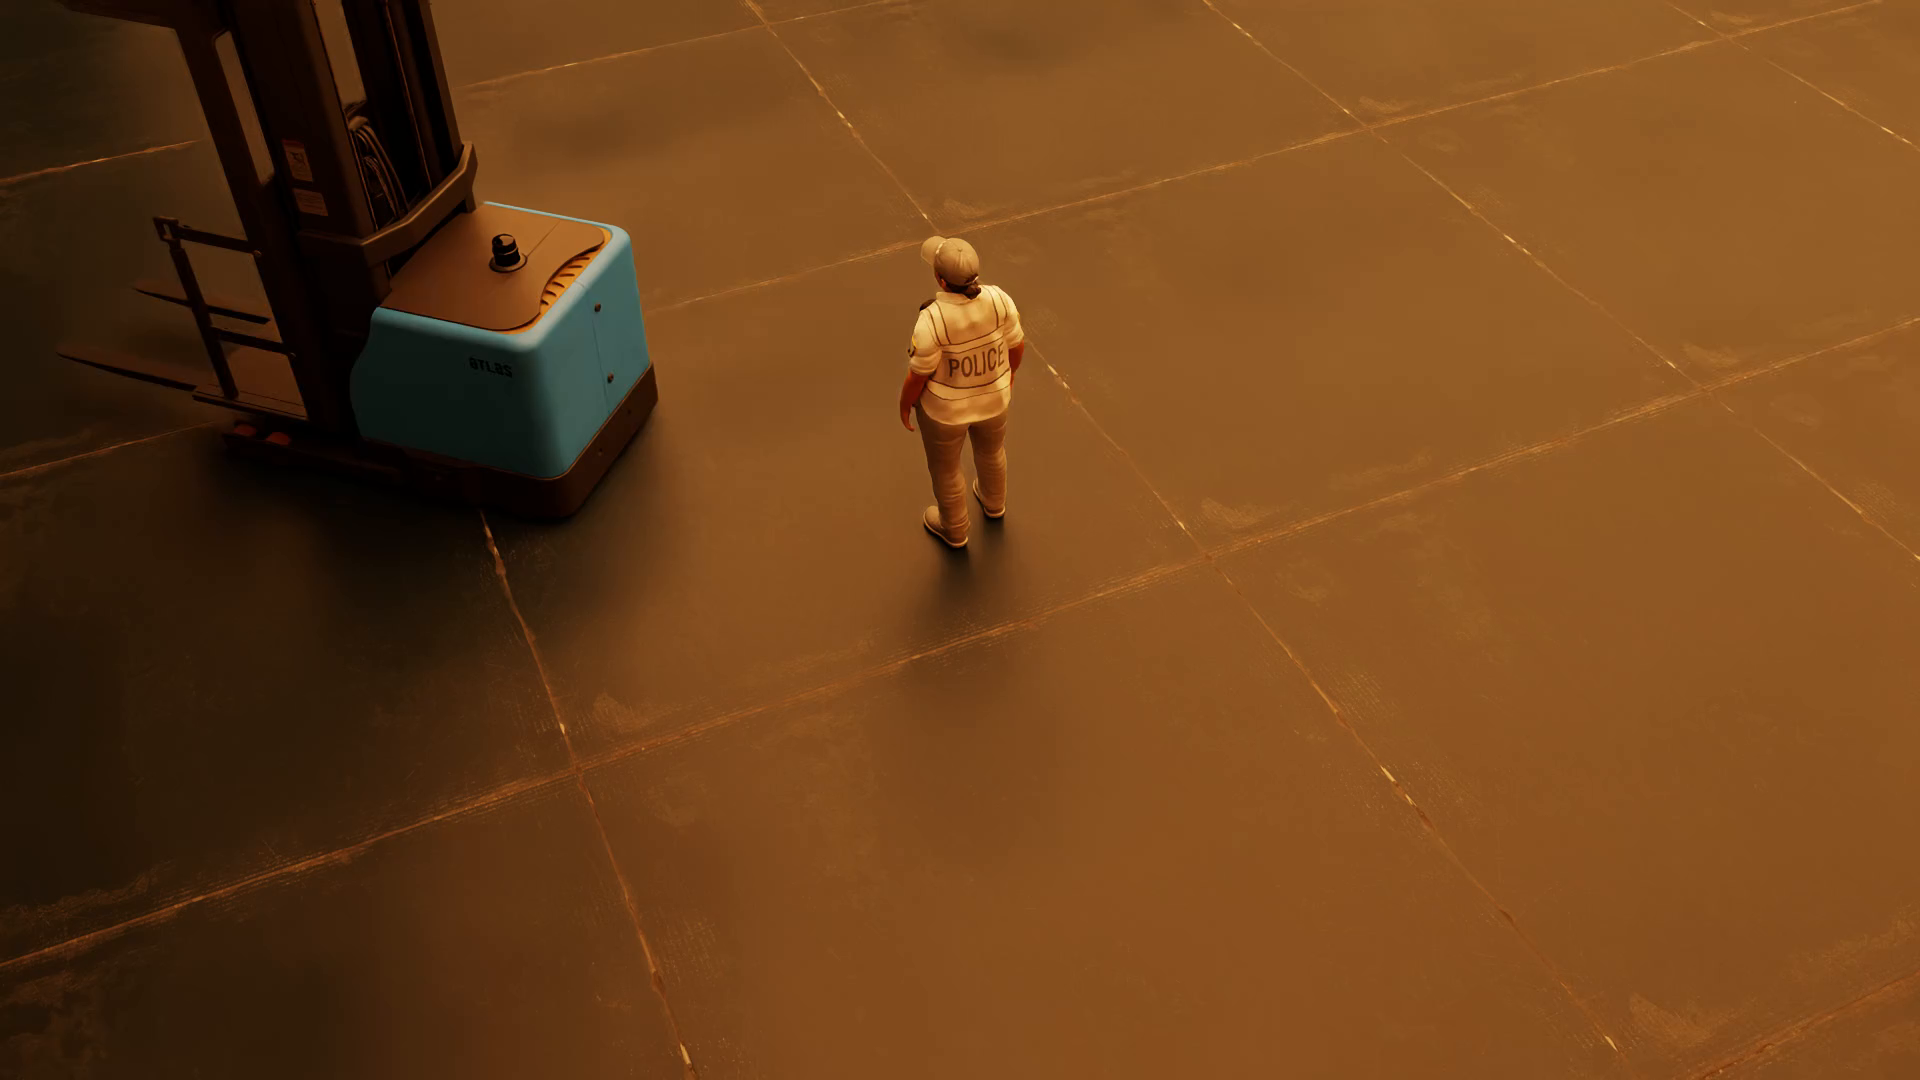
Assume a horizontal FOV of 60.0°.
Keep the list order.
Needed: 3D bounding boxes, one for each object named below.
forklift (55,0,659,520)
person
[{"bbox_3d":[-3.114,-1.767,7.574,3.031,2.935,1.130,13,45,13],"label":"forklift"},{"bbox_3d":[-0.011,-0.668,7.313,0.598,1.670,0.529,-18,46,-18],"label":"person"}]
